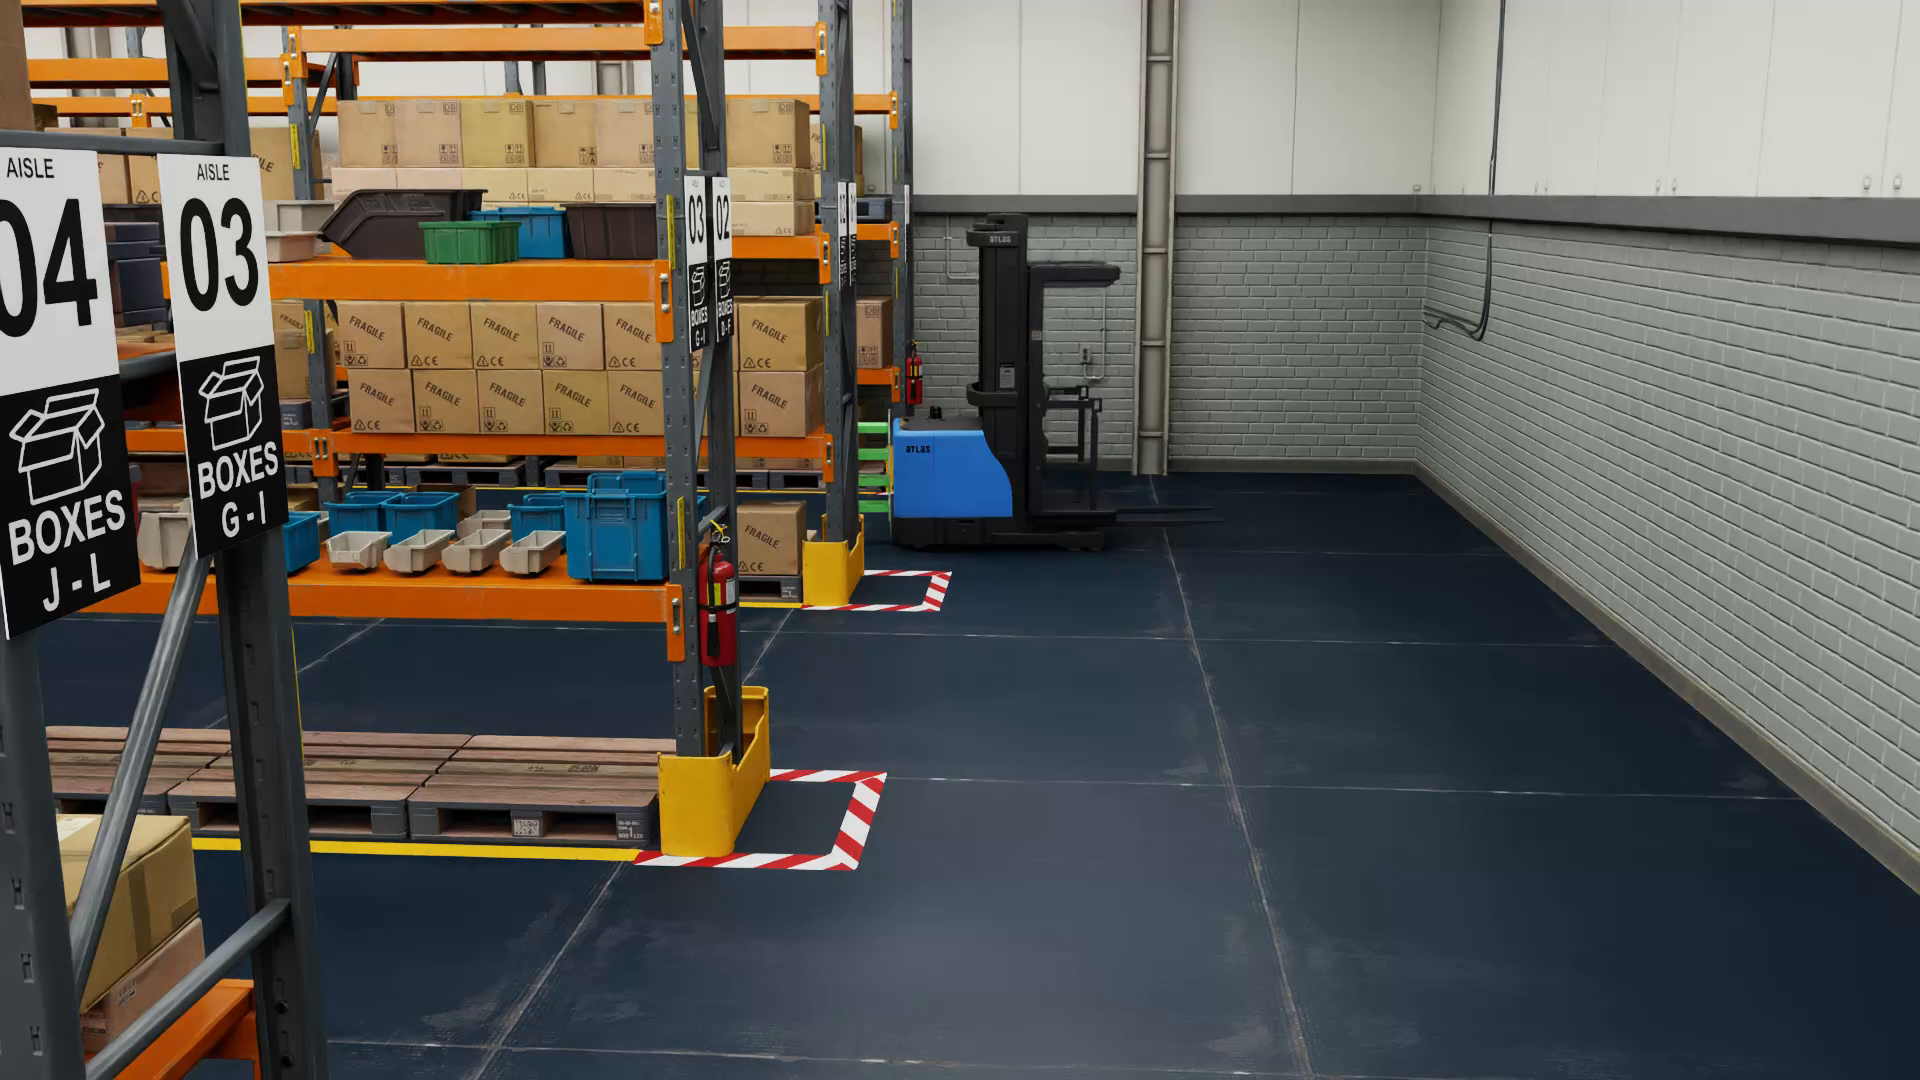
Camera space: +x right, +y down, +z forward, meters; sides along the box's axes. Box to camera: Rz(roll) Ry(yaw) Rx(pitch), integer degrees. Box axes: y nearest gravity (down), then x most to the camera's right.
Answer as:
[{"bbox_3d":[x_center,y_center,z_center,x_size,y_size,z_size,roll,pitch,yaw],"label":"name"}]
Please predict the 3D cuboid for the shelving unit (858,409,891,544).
[{"bbox_3d":[-0.880,-0.571,15.048,0.503,1.200,0.258,0,12,-2],"label":"shelving unit"}]

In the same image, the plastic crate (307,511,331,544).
[{"bbox_3d":[-3.498,-0.057,8.694,0.466,0.136,0.293,1,12,4],"label":"plastic crate"}]

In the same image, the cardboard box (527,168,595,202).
[{"bbox_3d":[-2.956,-2.691,12.606,0.500,0.250,0.500,1,12,4],"label":"cardboard box"}]

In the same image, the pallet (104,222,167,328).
[{"bbox_3d":[-2.336,-0.485,3.135,1.213,0.211,1.003,1,12,4],"label":"pallet"}]

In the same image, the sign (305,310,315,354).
[{"bbox_3d":[-4.954,-1.584,12.670,0.005,0.325,0.100,1,12,4],"label":"sign"}]

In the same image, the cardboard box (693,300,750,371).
[{"bbox_3d":[-1.896,-1.571,12.749,0.500,0.500,0.500,1,12,5],"label":"cardboard box"}]

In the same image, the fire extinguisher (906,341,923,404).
[{"bbox_3d":[-0.482,-1.772,17.493,0.183,0.674,0.296,1,12,4],"label":"fire extinguisher"}]

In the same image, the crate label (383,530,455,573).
[{"bbox_3d":[-2.658,0.055,8.156,0.243,0.136,0.396,1,12,4],"label":"crate label"}]

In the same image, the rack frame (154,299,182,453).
[{"bbox_3d":[-8.584,-2.198,18.430,0.127,3.000,1.000,1,12,4],"label":"rack frame"}]

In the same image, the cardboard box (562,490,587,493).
[{"bbox_3d":[-3.045,-0.100,13.423,0.637,0.503,0.797,1,12,4],"label":"cardboard box"}]

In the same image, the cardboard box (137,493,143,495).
[{"bbox_3d":[-6.932,-0.093,13.399,0.500,0.500,0.500,0,12,2],"label":"cardboard box"}]

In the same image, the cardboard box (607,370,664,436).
[{"bbox_3d":[-2.410,-1.090,12.891,0.500,0.500,0.500,1,12,4],"label":"cardboard box"}]

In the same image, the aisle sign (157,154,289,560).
[{"bbox_3d":[-1.503,-0.385,3.416,0.004,0.787,0.394,1,12,4],"label":"aisle sign"}]

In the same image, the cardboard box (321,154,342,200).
[{"bbox_3d":[-6.519,-3.924,18.040,0.500,0.500,0.700,1,12,4],"label":"cardboard box"}]

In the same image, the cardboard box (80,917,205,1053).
[{"bbox_3d":[-1.927,0.998,3.766,0.250,0.149,0.380,1,12,4],"label":"cardboard box"}]

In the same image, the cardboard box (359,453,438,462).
[{"bbox_3d":[-6.137,-1.290,18.317,0.750,0.750,0.750,1,12,5],"label":"cardboard box"}]

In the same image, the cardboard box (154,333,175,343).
[{"bbox_3d":[-6.068,-1.434,13.510,0.500,0.500,0.700,3,12,13],"label":"cardboard box"}]

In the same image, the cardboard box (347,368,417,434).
[{"bbox_3d":[-4.430,-1.117,13.021,0.500,0.500,0.500,1,12,5],"label":"cardboard box"}]

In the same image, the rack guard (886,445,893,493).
[{"bbox_3d":[-0.578,-0.864,18.161,0.348,0.500,1.175,1,12,4],"label":"rack guard"}]

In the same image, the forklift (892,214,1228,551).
[{"bbox_3d":[0.896,-1.446,15.004,3.031,2.935,1.130,0,12,-2],"label":"forklift"}]

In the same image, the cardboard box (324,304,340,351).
[{"bbox_3d":[-6.580,-2.321,18.002,0.500,0.500,0.500,1,12,5],"label":"cardboard box"}]

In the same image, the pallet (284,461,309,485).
[{"bbox_3d":[-7.803,-0.807,18.591,1.213,0.211,1.003,1,12,4],"label":"pallet"}]

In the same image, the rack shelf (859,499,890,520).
[{"bbox_3d":[-0.880,-0.273,15.110,0.480,0.148,0.258,0,12,-2],"label":"rack shelf"}]

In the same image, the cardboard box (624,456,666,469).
[{"bbox_3d":[-3.353,-1.086,18.196,0.500,0.500,0.700,1,12,3],"label":"cardboard box"}]

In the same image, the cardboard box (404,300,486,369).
[{"bbox_3d":[-3.954,-1.598,12.879,0.500,0.500,0.500,0,12,2],"label":"cardboard box"}]

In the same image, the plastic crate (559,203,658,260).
[{"bbox_3d":[-1.630,-1.531,8.235,0.590,0.269,0.497,1,12,4],"label":"plastic crate"}]

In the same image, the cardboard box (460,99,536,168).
[{"bbox_3d":[-3.444,-3.097,12.718,0.500,0.500,0.700,1,12,4],"label":"cardboard box"}]

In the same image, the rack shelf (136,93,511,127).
[{"bbox_3d":[-6.589,-4.559,17.800,4.000,0.370,1.077,1,12,4],"label":"rack shelf"}]

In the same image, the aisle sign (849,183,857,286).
[{"bbox_3d":[-0.842,-2.408,13.085,0.004,0.787,0.394,1,12,4],"label":"aisle sign"}]

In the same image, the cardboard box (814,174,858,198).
[{"bbox_3d":[-1.350,-3.693,17.351,0.500,0.250,0.500,1,12,5],"label":"cardboard box"}]

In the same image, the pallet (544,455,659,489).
[{"bbox_3d":[-3.840,-0.752,18.328,1.213,0.211,1.003,1,12,4],"label":"pallet"}]

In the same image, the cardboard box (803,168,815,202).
[{"bbox_3d":[-1.425,-2.776,13.014,0.500,0.250,0.500,1,12,4],"label":"cardboard box"}]

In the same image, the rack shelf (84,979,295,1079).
[{"bbox_3d":[-3.591,1.272,3.599,4.000,0.370,1.077,1,12,4],"label":"rack shelf"}]

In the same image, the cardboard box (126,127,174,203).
[{"bbox_3d":[-6.086,-2.929,13.086,0.600,0.600,0.600,1,12,3],"label":"cardboard box"}]

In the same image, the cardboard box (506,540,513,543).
[{"bbox_3d":[-3.652,0.100,13.290,0.250,0.166,0.380,1,12,4],"label":"cardboard box"}]

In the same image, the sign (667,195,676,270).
[{"bbox_3d":[-1.285,-1.369,7.397,0.005,0.325,0.100,1,12,4],"label":"sign"}]

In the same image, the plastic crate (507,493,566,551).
[{"bbox_3d":[-2.145,-0.091,8.623,0.300,0.233,0.416,1,12,4],"label":"plastic crate"}]

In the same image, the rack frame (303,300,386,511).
[{"bbox_3d":[-4.920,-1.131,13.330,0.127,3.000,1.000,1,12,4],"label":"rack frame"}]

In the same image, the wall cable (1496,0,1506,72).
[{"bbox_3d":[4.837,-5.274,13.733,0.112,2.526,3.097,1,12,4],"label":"wall cable"}]

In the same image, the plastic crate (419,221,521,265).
[{"bbox_3d":[-2.267,-1.384,7.732,0.336,0.188,0.450,1,12,4],"label":"plastic crate"}]

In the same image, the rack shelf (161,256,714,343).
[{"bbox_3d":[-3.260,-1.208,8.129,4.000,0.370,1.077,1,12,4],"label":"rack shelf"}]

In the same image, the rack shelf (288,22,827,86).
[{"bbox_3d":[-2.925,-3.686,12.659,4.000,0.370,1.077,1,12,4],"label":"rack shelf"}]

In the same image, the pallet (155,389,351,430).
[{"bbox_3d":[-5.710,-1.070,13.509,1.213,0.211,1.003,1,12,4],"label":"pallet"}]

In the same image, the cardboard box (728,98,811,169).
[{"bbox_3d":[-1.443,-3.086,12.667,0.500,0.500,0.700,1,12,4],"label":"cardboard box"}]

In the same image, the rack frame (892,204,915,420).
[{"bbox_3d":[-0.602,-2.088,17.907,0.127,3.000,1.000,1,12,4],"label":"rack frame"}]

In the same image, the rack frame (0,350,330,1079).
[{"bbox_3d":[-1.595,0.948,3.394,0.127,3.000,1.000,1,12,4],"label":"rack frame"}]

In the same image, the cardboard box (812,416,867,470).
[{"bbox_3d":[-1.307,-1.059,18.068,0.500,0.500,0.700,1,12,4],"label":"cardboard box"}]
